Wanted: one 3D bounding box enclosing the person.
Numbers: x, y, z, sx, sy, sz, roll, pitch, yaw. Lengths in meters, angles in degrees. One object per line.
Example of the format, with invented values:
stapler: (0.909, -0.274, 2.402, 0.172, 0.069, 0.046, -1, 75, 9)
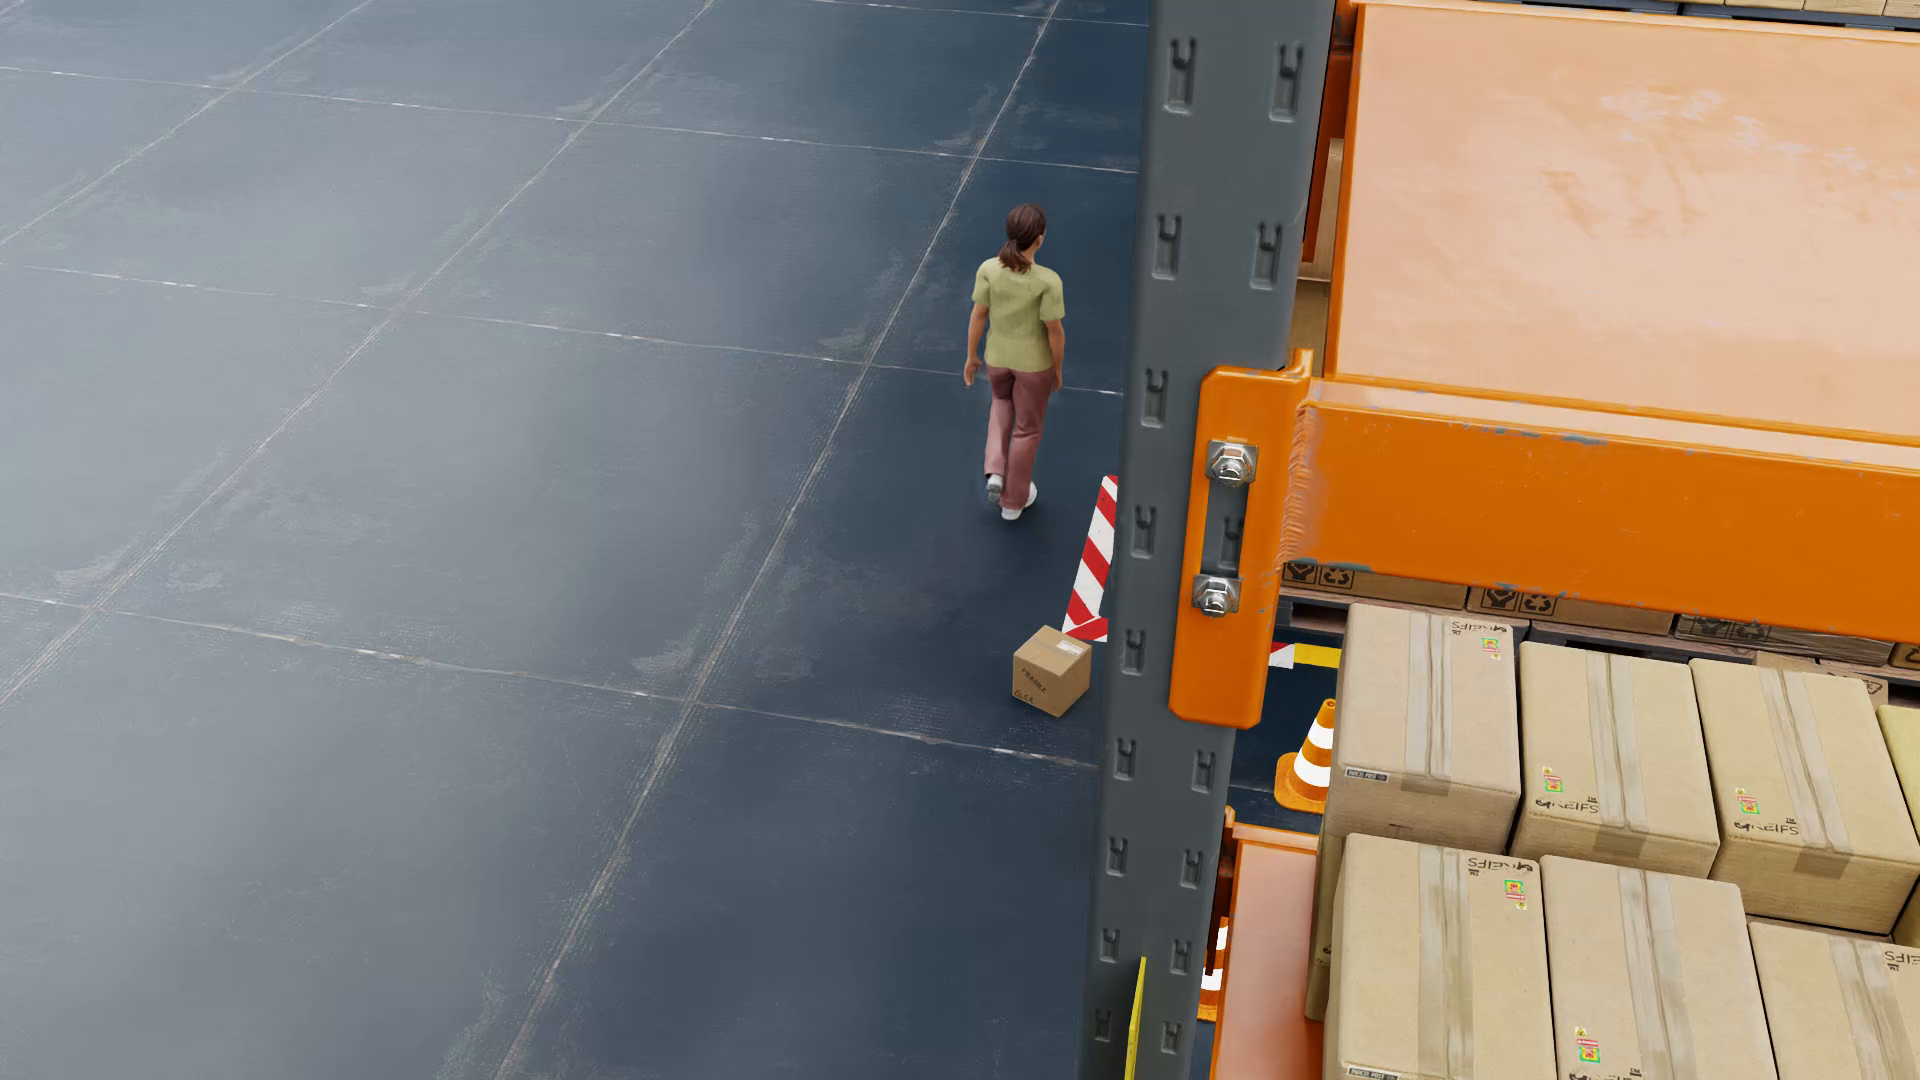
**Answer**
person: (0.296, -0.872, 8.101, 0.489, 1.688, 0.430, 15, 39, 19)
